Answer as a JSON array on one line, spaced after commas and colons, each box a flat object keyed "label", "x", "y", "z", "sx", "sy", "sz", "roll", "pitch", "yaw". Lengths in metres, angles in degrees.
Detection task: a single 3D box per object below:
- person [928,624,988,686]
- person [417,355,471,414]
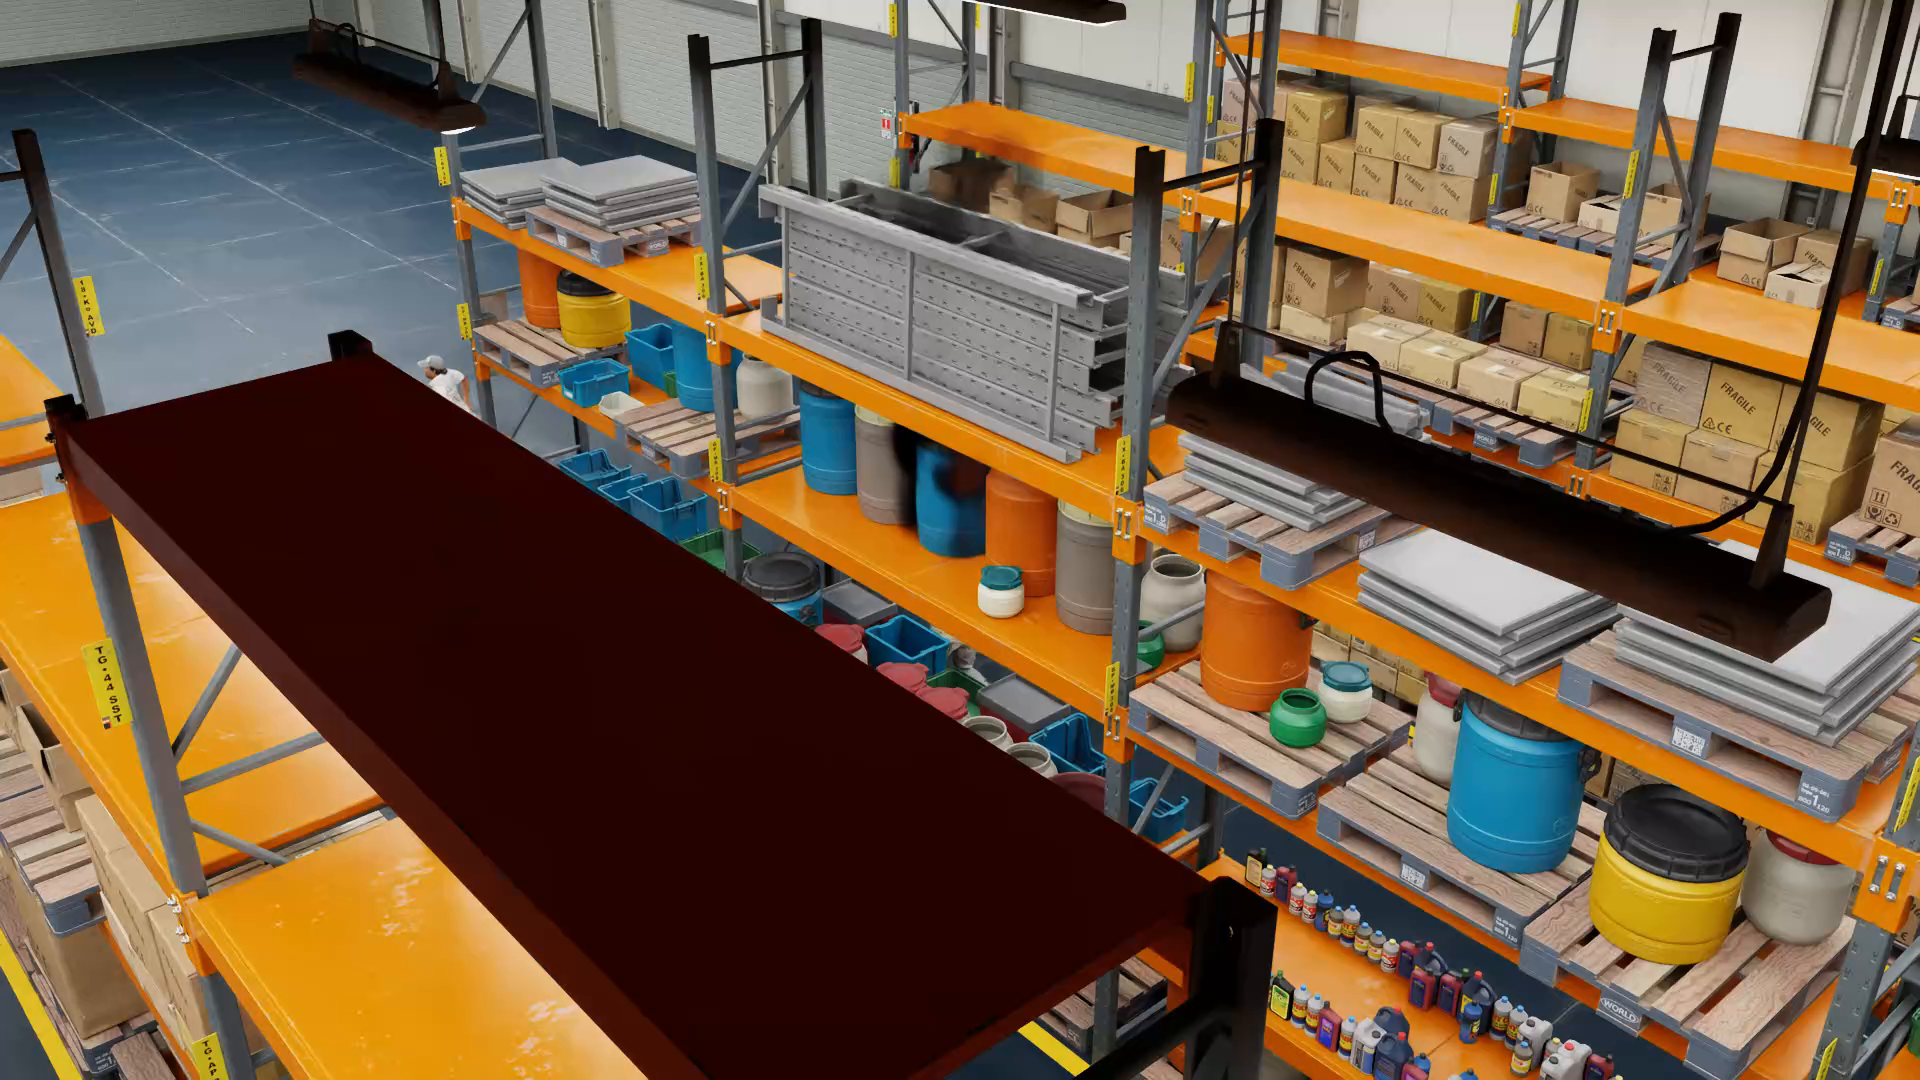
[{"label": "person", "x": -0.029, "y": 0.802, "z": 14.031, "sx": 0.682, "sy": 1.807, "sz": 0.985, "roll": -24, "pitch": 35, "yaw": -38}, {"label": "person", "x": -5.650, "y": -1.288, "z": 18.319, "sx": 0.679, "sy": 1.617, "sz": 0.643, "roll": -3, "pitch": 27, "yaw": -7}]
